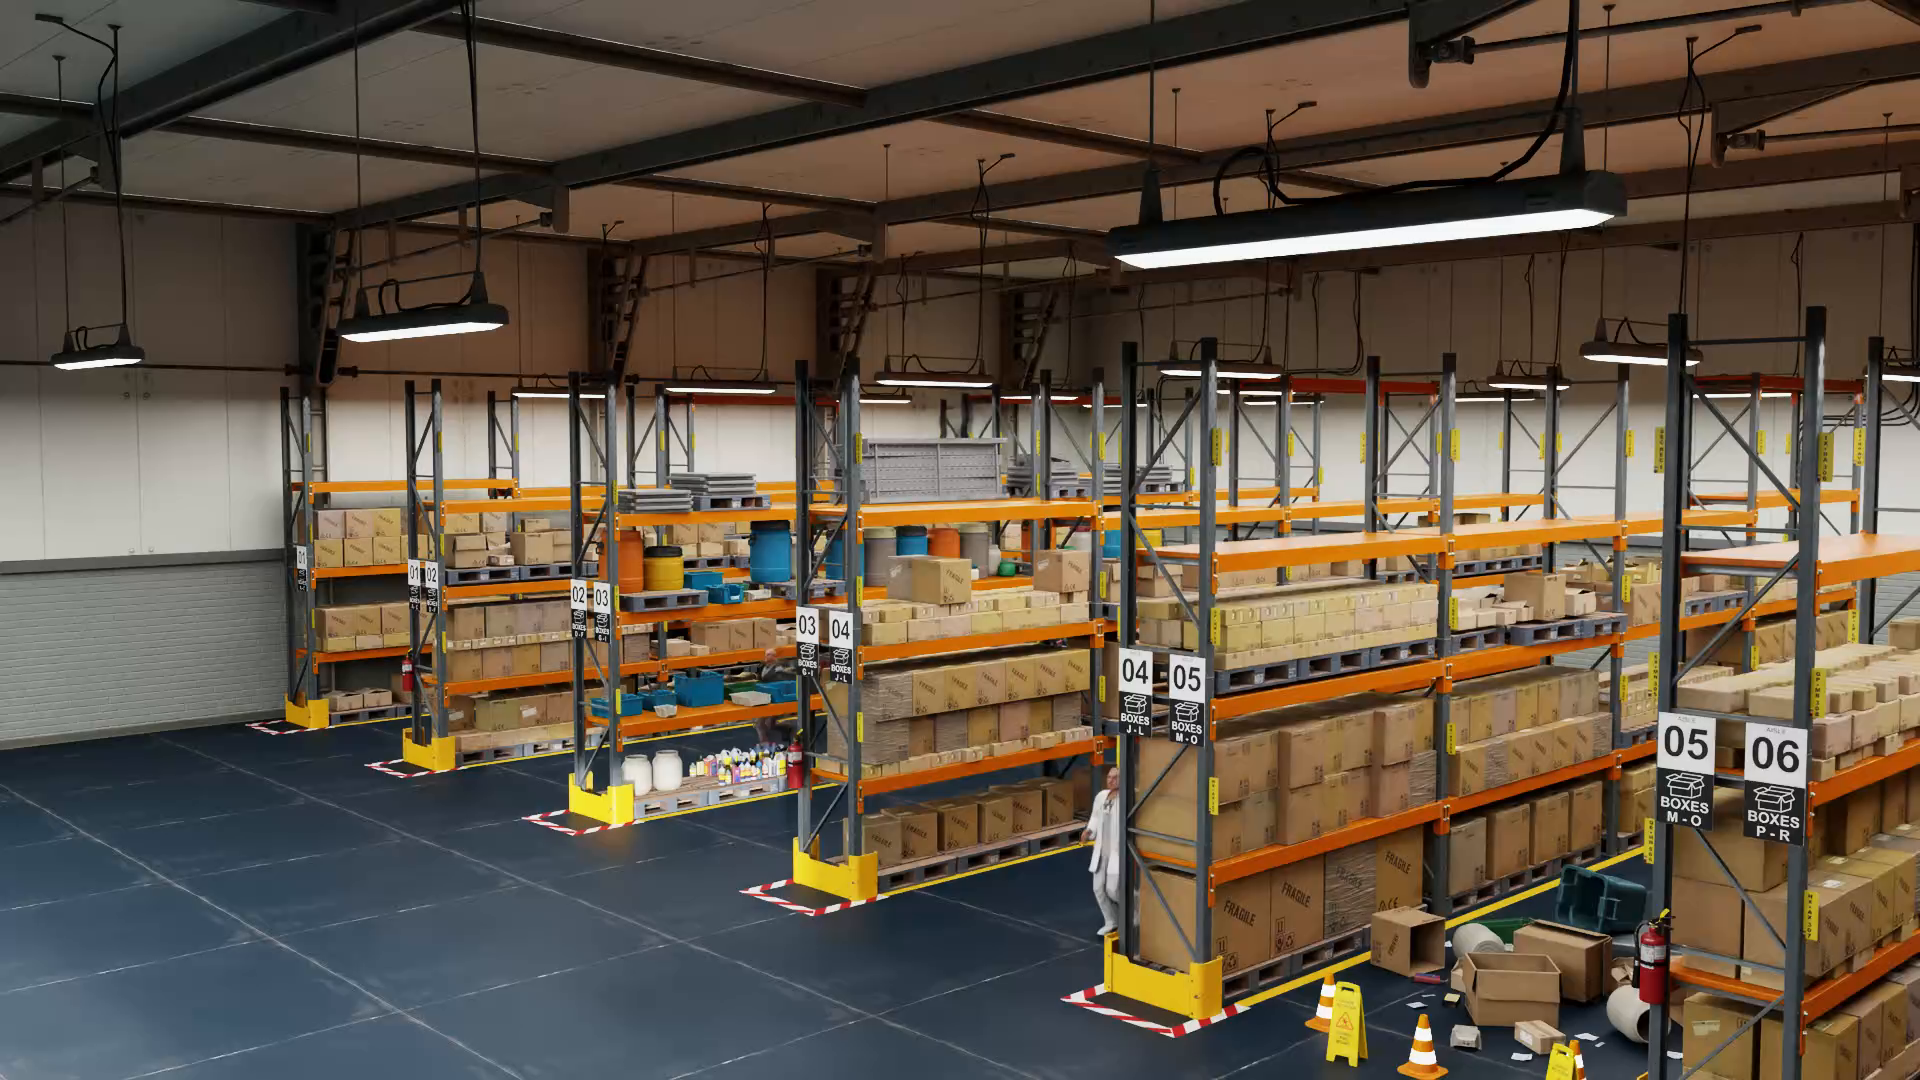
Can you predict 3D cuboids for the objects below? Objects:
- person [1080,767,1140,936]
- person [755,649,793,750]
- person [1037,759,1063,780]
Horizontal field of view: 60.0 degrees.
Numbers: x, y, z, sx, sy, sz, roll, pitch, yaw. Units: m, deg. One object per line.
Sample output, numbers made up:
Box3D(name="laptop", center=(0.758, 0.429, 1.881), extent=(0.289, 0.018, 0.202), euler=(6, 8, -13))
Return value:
Box3D(name="person", center=(1.586, 3.201, 17.140), extent=(0.704, 1.725, 0.663), euler=(3, 5, 41))
Box3D(name="person", center=(-3.062, 2.644, 27.006), extent=(0.661, 1.628, 0.748), euler=(3, 4, 35))
Box3D(name="person", center=(1.239, 2.772, 23.715), extent=(0.772, 1.833, 0.718), euler=(-3, 5, -43))
